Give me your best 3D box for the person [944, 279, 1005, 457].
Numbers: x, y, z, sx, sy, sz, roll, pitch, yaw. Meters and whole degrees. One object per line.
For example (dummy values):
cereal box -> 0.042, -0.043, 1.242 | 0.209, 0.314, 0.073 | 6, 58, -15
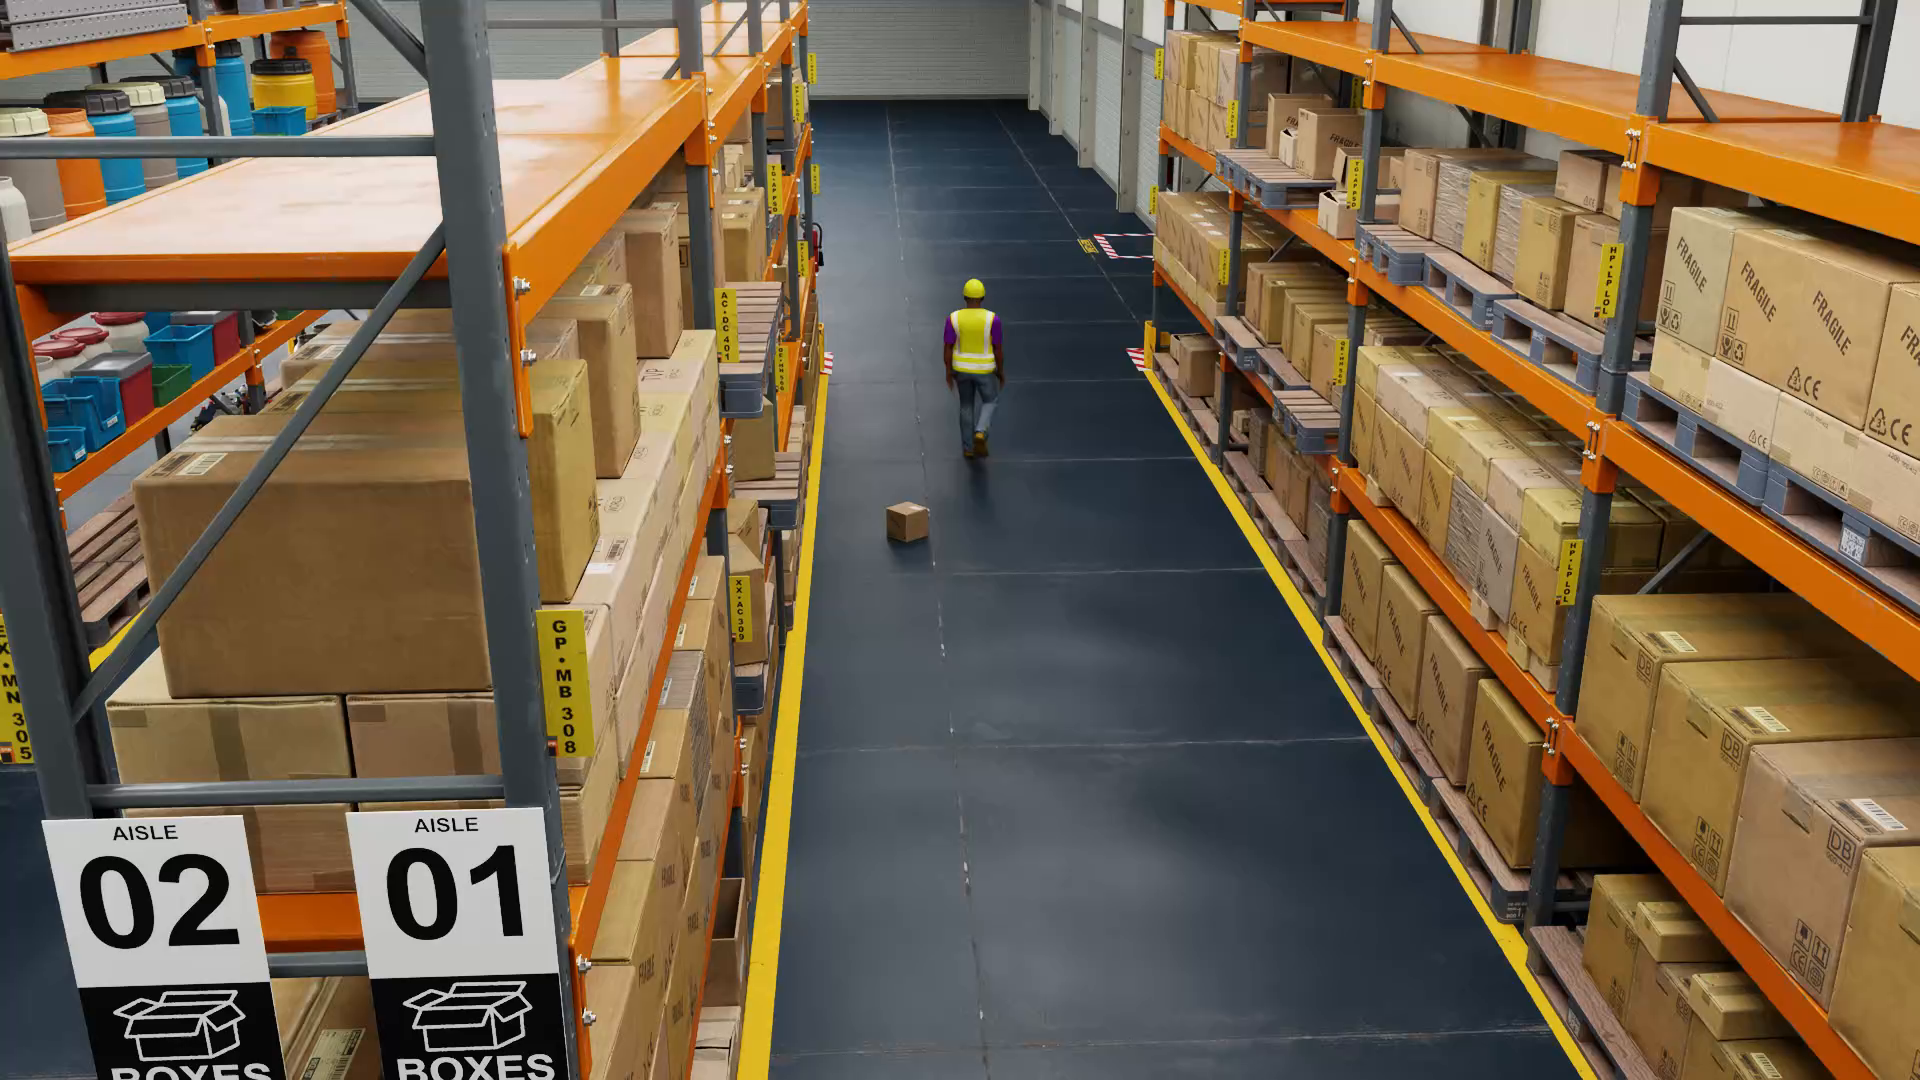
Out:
person -> 0.140, -1.628, 15.897 | 0.579, 1.751, 0.614 | 4, 21, 10
